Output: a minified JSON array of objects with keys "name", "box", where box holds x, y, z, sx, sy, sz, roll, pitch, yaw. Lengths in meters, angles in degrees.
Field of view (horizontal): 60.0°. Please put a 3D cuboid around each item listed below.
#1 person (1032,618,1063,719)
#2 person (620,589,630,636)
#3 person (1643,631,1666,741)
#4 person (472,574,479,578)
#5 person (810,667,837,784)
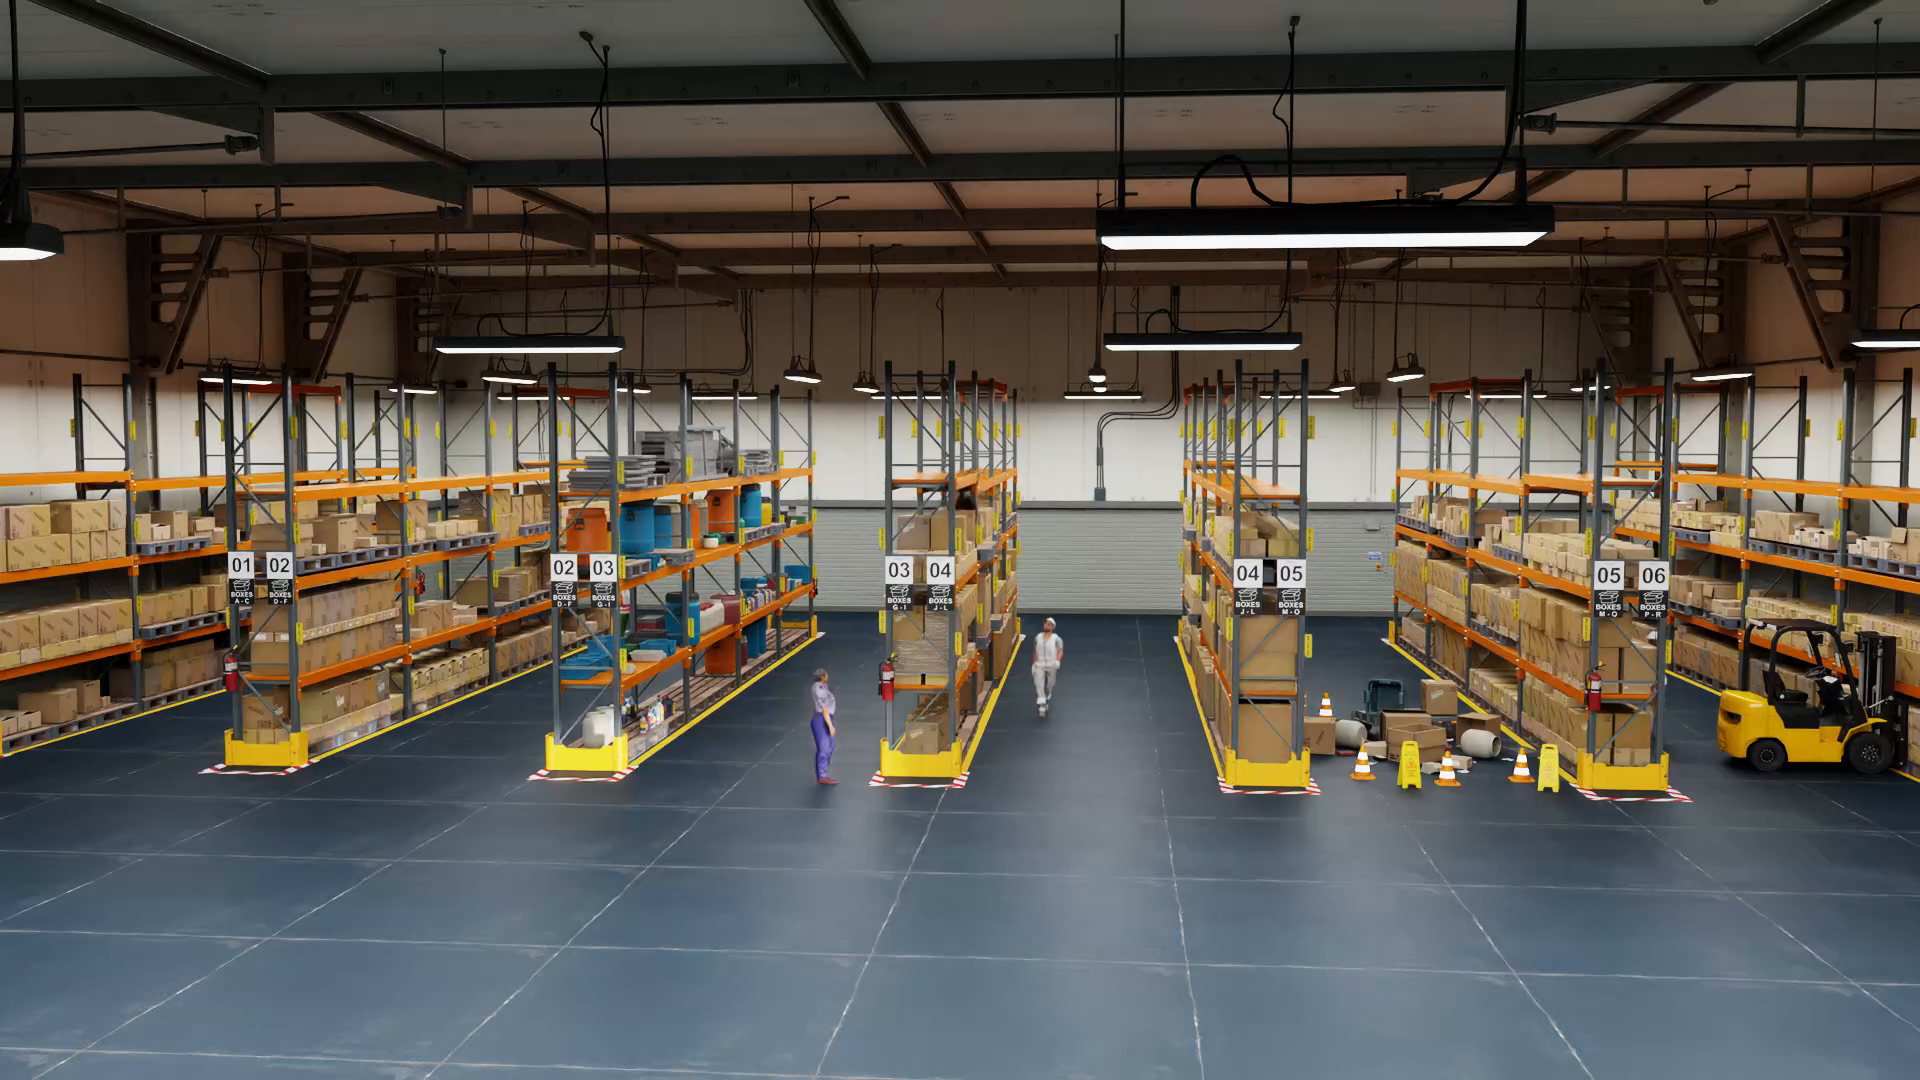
[{"name":"person","box":[1.534,2.217,28.889,0.529,1.691,1.087,0,4,-3]},{"name":"person","box":[-7.548,1.659,37.283,0.450,1.799,0.580,1,4,18]},{"name":"person","box":[11.203,2.355,26.940,0.464,1.768,0.637,3,5,41]},{"name":"person","box":[-10.975,1.647,37.973,0.532,1.748,0.557,1,4,15]},{"name":"person","box":[-1.936,2.665,23.694,0.382,1.724,0.538,0,4,-2]}]
